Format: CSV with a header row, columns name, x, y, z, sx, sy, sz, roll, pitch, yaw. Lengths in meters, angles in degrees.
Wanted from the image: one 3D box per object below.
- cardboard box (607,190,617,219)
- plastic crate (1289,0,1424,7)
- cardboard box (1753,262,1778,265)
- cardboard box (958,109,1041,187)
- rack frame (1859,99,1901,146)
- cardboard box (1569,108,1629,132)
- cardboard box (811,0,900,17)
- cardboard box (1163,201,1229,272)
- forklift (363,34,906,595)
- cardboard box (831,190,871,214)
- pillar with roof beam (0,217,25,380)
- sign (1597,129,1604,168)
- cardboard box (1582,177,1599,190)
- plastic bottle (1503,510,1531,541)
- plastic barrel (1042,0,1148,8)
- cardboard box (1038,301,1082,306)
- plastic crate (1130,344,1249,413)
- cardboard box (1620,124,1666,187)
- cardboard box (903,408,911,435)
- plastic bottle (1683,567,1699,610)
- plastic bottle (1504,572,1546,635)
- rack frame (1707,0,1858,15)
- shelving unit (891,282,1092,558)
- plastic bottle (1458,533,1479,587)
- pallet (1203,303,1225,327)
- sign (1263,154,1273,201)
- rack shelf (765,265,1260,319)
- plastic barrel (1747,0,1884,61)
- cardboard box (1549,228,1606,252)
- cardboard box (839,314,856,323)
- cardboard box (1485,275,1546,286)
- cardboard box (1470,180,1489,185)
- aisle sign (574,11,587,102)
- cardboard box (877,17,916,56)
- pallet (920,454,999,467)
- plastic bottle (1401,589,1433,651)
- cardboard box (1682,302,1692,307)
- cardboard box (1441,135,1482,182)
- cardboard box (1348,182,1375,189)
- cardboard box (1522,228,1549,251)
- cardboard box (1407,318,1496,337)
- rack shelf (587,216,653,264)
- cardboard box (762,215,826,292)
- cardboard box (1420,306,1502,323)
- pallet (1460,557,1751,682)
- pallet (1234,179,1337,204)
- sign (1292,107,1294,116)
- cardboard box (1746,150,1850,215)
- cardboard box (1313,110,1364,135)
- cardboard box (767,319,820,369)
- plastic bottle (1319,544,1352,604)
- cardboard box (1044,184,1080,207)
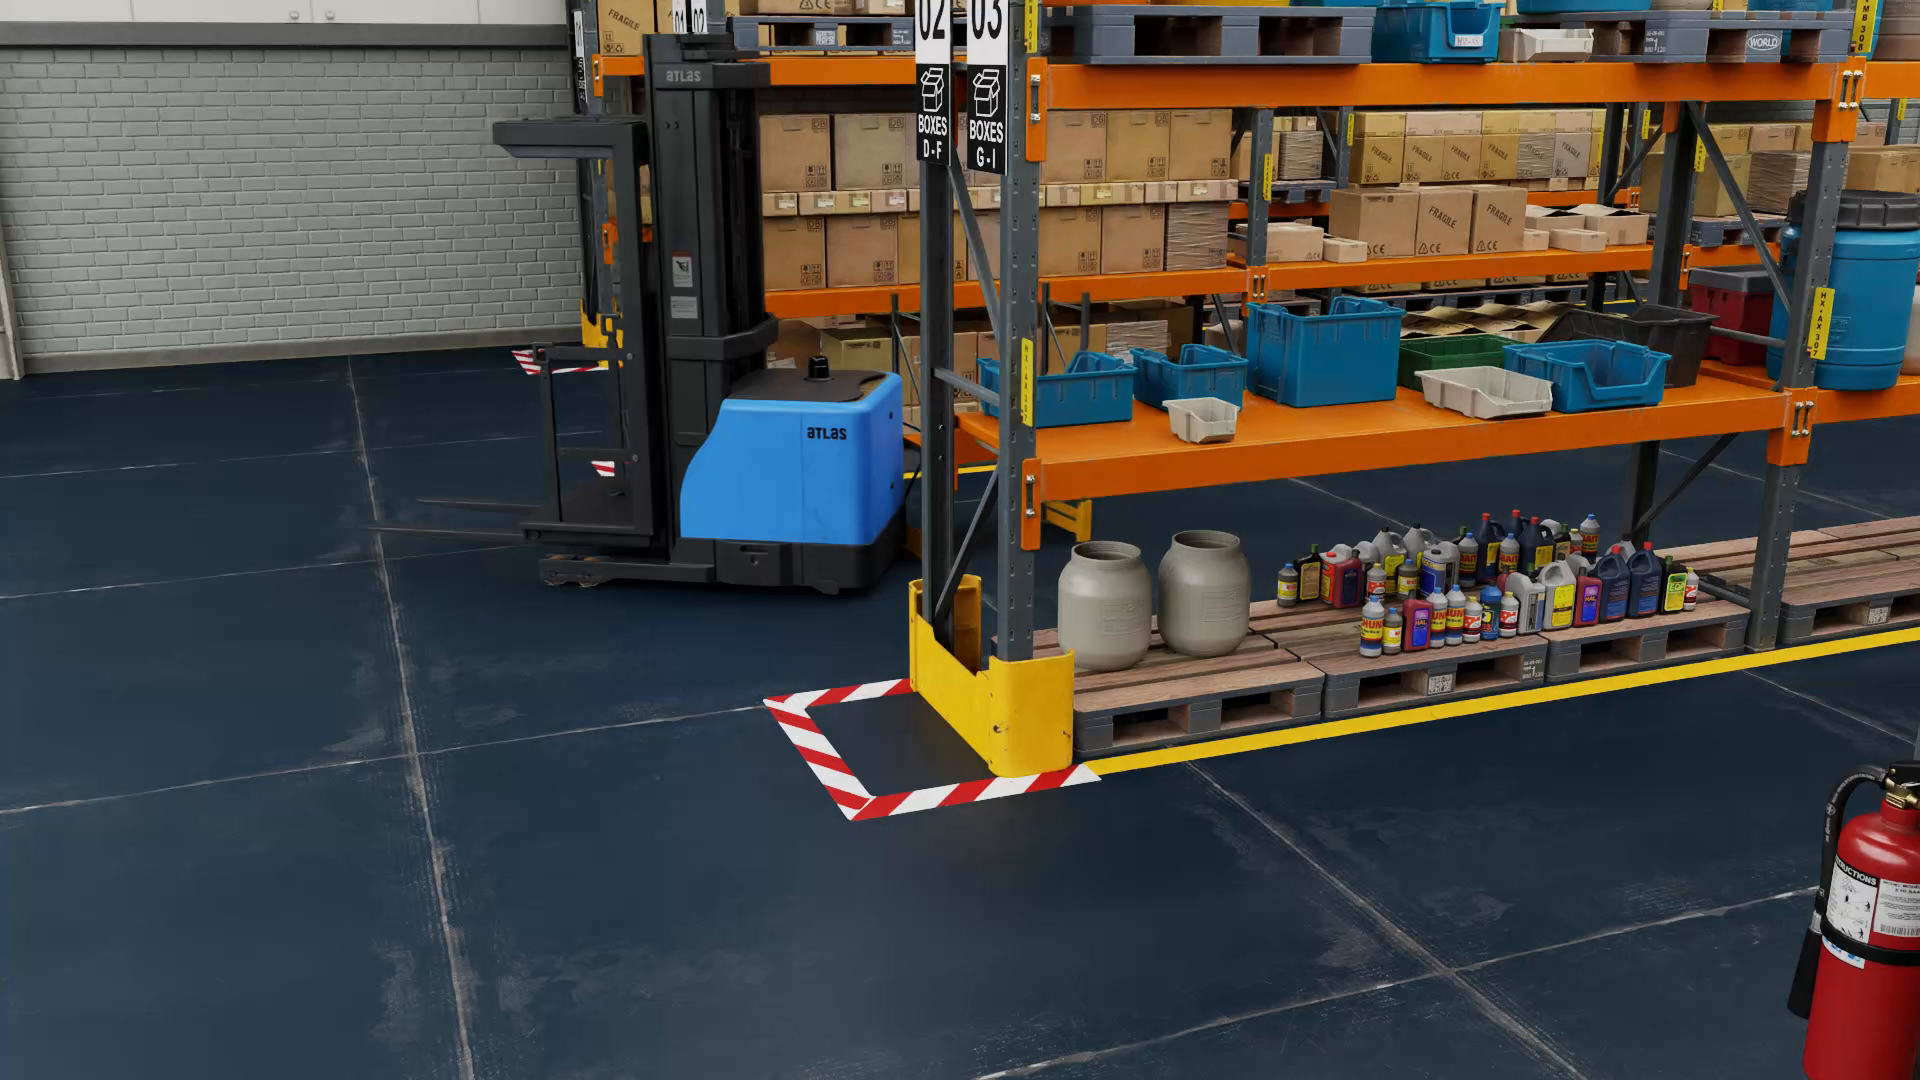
name,x,y,z,sx,sy,sz,roll,pitch,yaw
cardboard box,-3.116,-3.255,16.091,0.500,0.250,0.500,-6,17,-19
plastic crate,1.735,-2.316,7.366,0.575,0.384,0.392,-6,17,-20
cardboard box,9.903,-3.637,20.849,0.500,0.500,0.700,-7,18,-22
cardboard box,0.210,-2.792,11.803,0.500,0.500,0.700,-6,17,-20
rack frame,11.458,-4.833,21.231,0.127,3.000,1.000,-6,17,-20
cardboard box,7.378,-4.875,19.304,0.500,0.250,0.500,-6,17,-19
cardboard box,-0.726,-3.738,11.452,0.500,0.250,0.500,-6,17,-20
cardboard box,1.616,-2.321,12.502,0.500,0.500,0.700,-7,18,-22
forklift,-1.881,-1.286,9.276,3.031,2.935,1.130,3,17,9
cardboard box,-0.784,-2.311,11.315,0.250,0.149,0.380,-6,17,-20
pillar with roof beam,-7.201,-4.659,9.991,0.400,9.000,9.100,-6,17,-20
sign,5.560,-3.383,14.379,0.005,0.325,0.100,-6,17,-20
cardboard box,7.281,-4.178,19.413,0.250,0.149,0.380,-6,17,-19
plastic bottle,2.895,0.016,8.641,0.185,0.351,0.144,-6,17,-19
plastic barrel,0.470,-2.542,6.600,0.708,0.830,0.600,-6,17,-20
cardboard box,0.934,-2.713,17.669,0.500,0.500,0.700,-6,17,-18
plastic crate,1.031,-0.735,7.541,0.408,0.251,0.499,-6,17,-20
cardboard box,8.235,-4.624,19.987,0.700,0.700,0.980,-6,17,-19
cardboard box,-0.661,-0.846,11.789,0.500,0.250,0.500,-6,17,-20
plastic bottle,3.570,0.234,8.164,0.097,0.201,0.097,0,16,0
plastic bottle,2.665,0.288,7.849,0.135,0.276,0.152,-6,17,-19
rack frame,3.797,-3.895,7.390,0.127,3.000,1.000,-6,17,-20
shelving unit,0.187,-0.718,9.883,1.083,1.500,0.587,-8,18,-27
plastic bottle,2.595,0.098,8.503,0.097,0.271,0.097,0,16,0
pallet,2.120,-2.488,18.196,1.213,0.211,1.003,-6,17,-20
sign,2.228,-2.627,12.045,0.005,0.325,0.100,-6,17,-20
rack shelf,0.161,-1.773,12.089,4.000,0.370,1.077,-6,17,-20
plastic barrel,4.194,-2.804,8.111,0.708,0.901,0.600,-6,17,-20
cardboard box,5.022,-2.439,13.527,0.250,0.149,0.380,-6,17,-20
cardboard box,-1.248,-2.310,16.920,0.250,0.149,0.380,-8,18,-25
cardboard box,6.333,-3.409,19.454,0.750,0.750,0.750,-6,17,-18
cardboard box,5.806,-4.045,18.959,0.250,0.149,0.380,-6,17,-20
aisle sign,-3.443,-4.381,15.078,0.004,0.787,0.394,-6,17,-20
cardboard box,-0.608,-4.956,16.115,0.500,0.500,0.500,-8,18,-25
pallet,0.130,-0.789,12.409,1.213,0.211,1.003,-6,17,-20
plastic bottle,2.085,0.360,7.587,0.133,0.283,0.061,-6,17,-19
cardboard box,6.553,-1.891,14.869,0.500,0.500,0.500,-5,17,-18
cardboard box,5.489,-4.308,18.704,0.500,0.500,0.500,-6,17,-20
cardboard box,4.378,-3.887,18.423,0.250,0.149,0.380,-6,18,-21
cardboard box,4.593,-2.459,13.595,0.250,0.149,0.380,-5,17,-16
cardboard box,3.938,-1.603,13.371,0.500,0.311,0.500,-6,17,-19
rack shelf,-1.615,-3.076,16.526,4.000,0.370,1.077,-6,17,-20
cardboard box,-1.266,-2.008,11.436,0.500,0.500,0.700,-6,17,-20
cardboard box,4.205,-1.793,14.019,0.500,0.311,0.500,-7,18,-22
pallet,3.155,0.378,8.435,1.213,0.211,1.003,-6,17,-20
pallet,3.360,-3.834,18.172,1.003,0.211,1.213,-6,17,-20
sign,3.786,-4.727,18.818,0.005,0.325,0.100,-6,17,-20
cardboard box,7.234,-3.108,14.435,0.500,0.500,0.700,-3,17,-10
cardboard box,4.318,-4.700,18.708,0.500,0.250,0.500,-6,17,-19
cardboard box,-1.313,-1.291,11.975,0.500,0.500,0.500,-6,17,-20
plastic bottle,1.865,0.164,8.269,0.135,0.276,0.152,-6,17,-20
cardboard box,0.665,-2.468,11.849,0.250,0.149,0.380,-6,17,-18
